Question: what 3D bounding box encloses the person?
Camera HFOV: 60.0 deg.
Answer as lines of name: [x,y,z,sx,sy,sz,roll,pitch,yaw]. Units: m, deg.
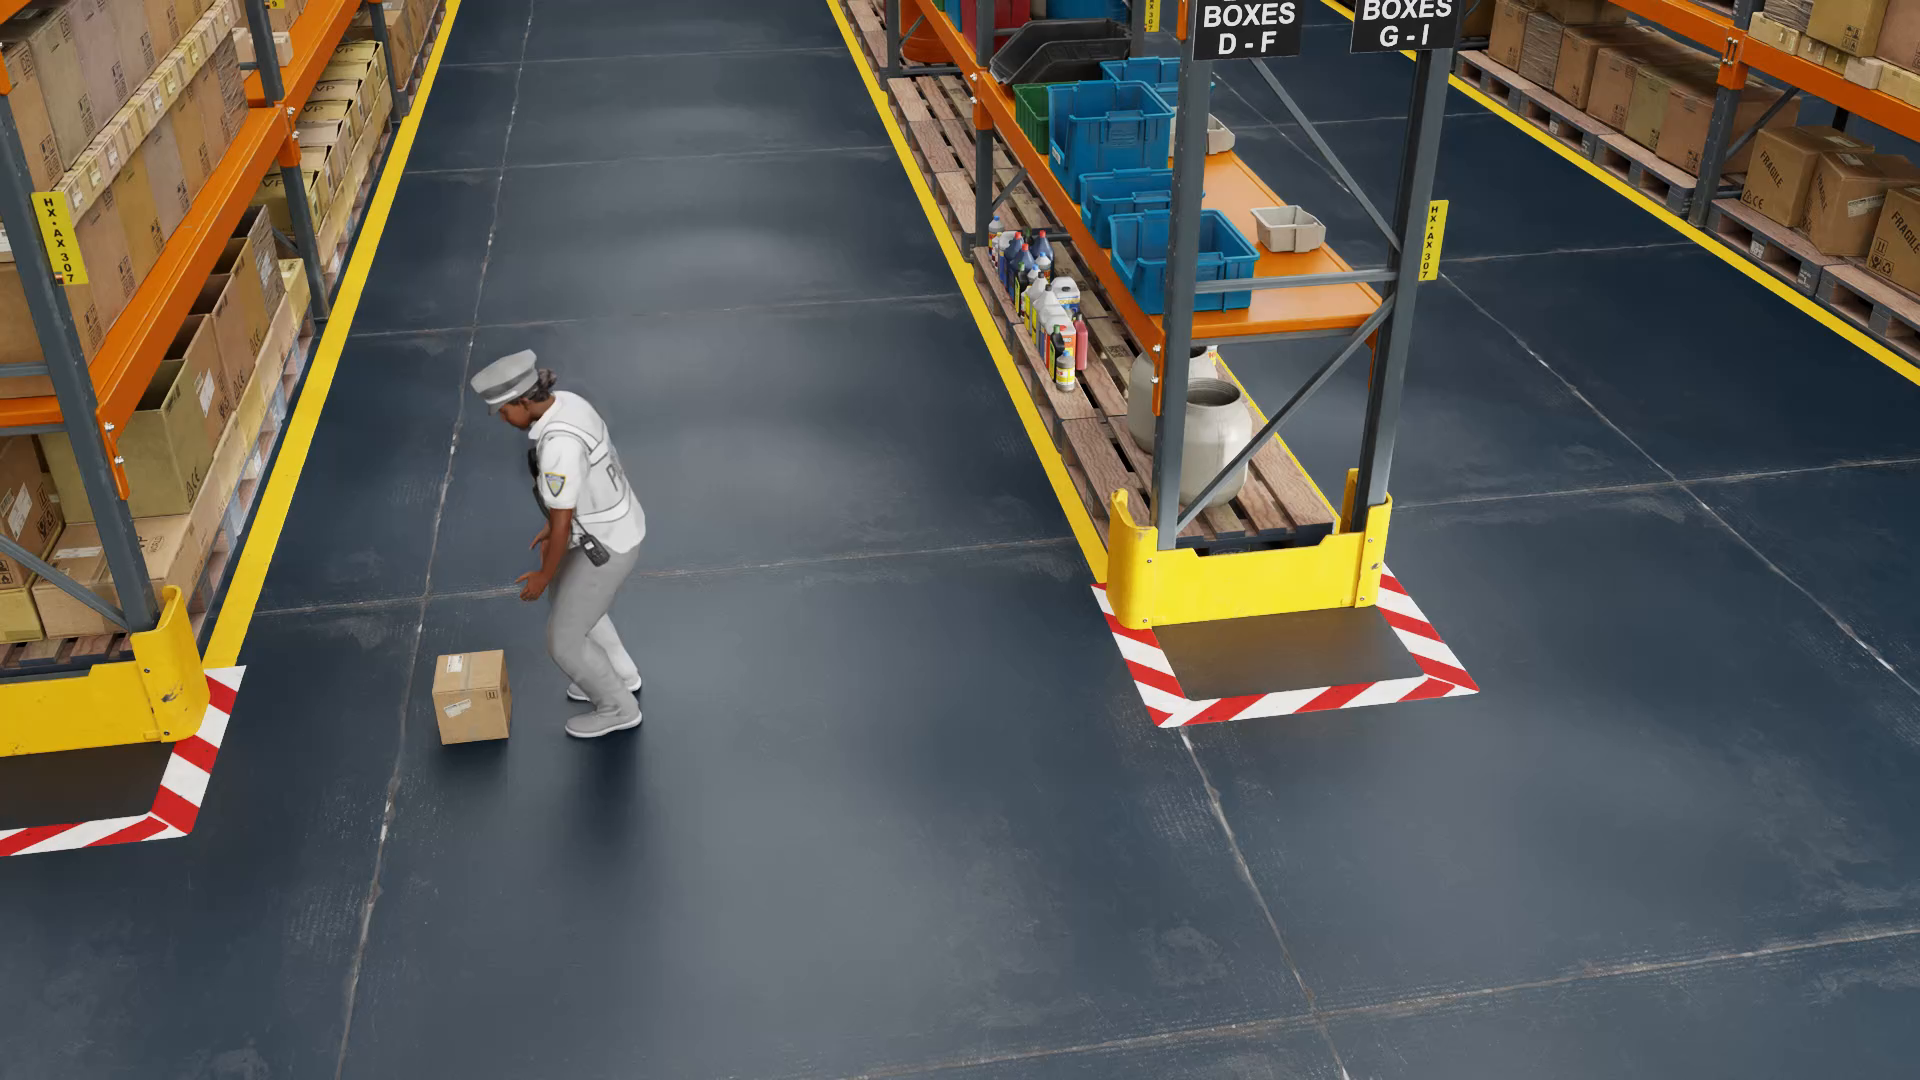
person: [-1.441,0.029,6.198,0.541,1.559,0.476,-5,31,-8]
